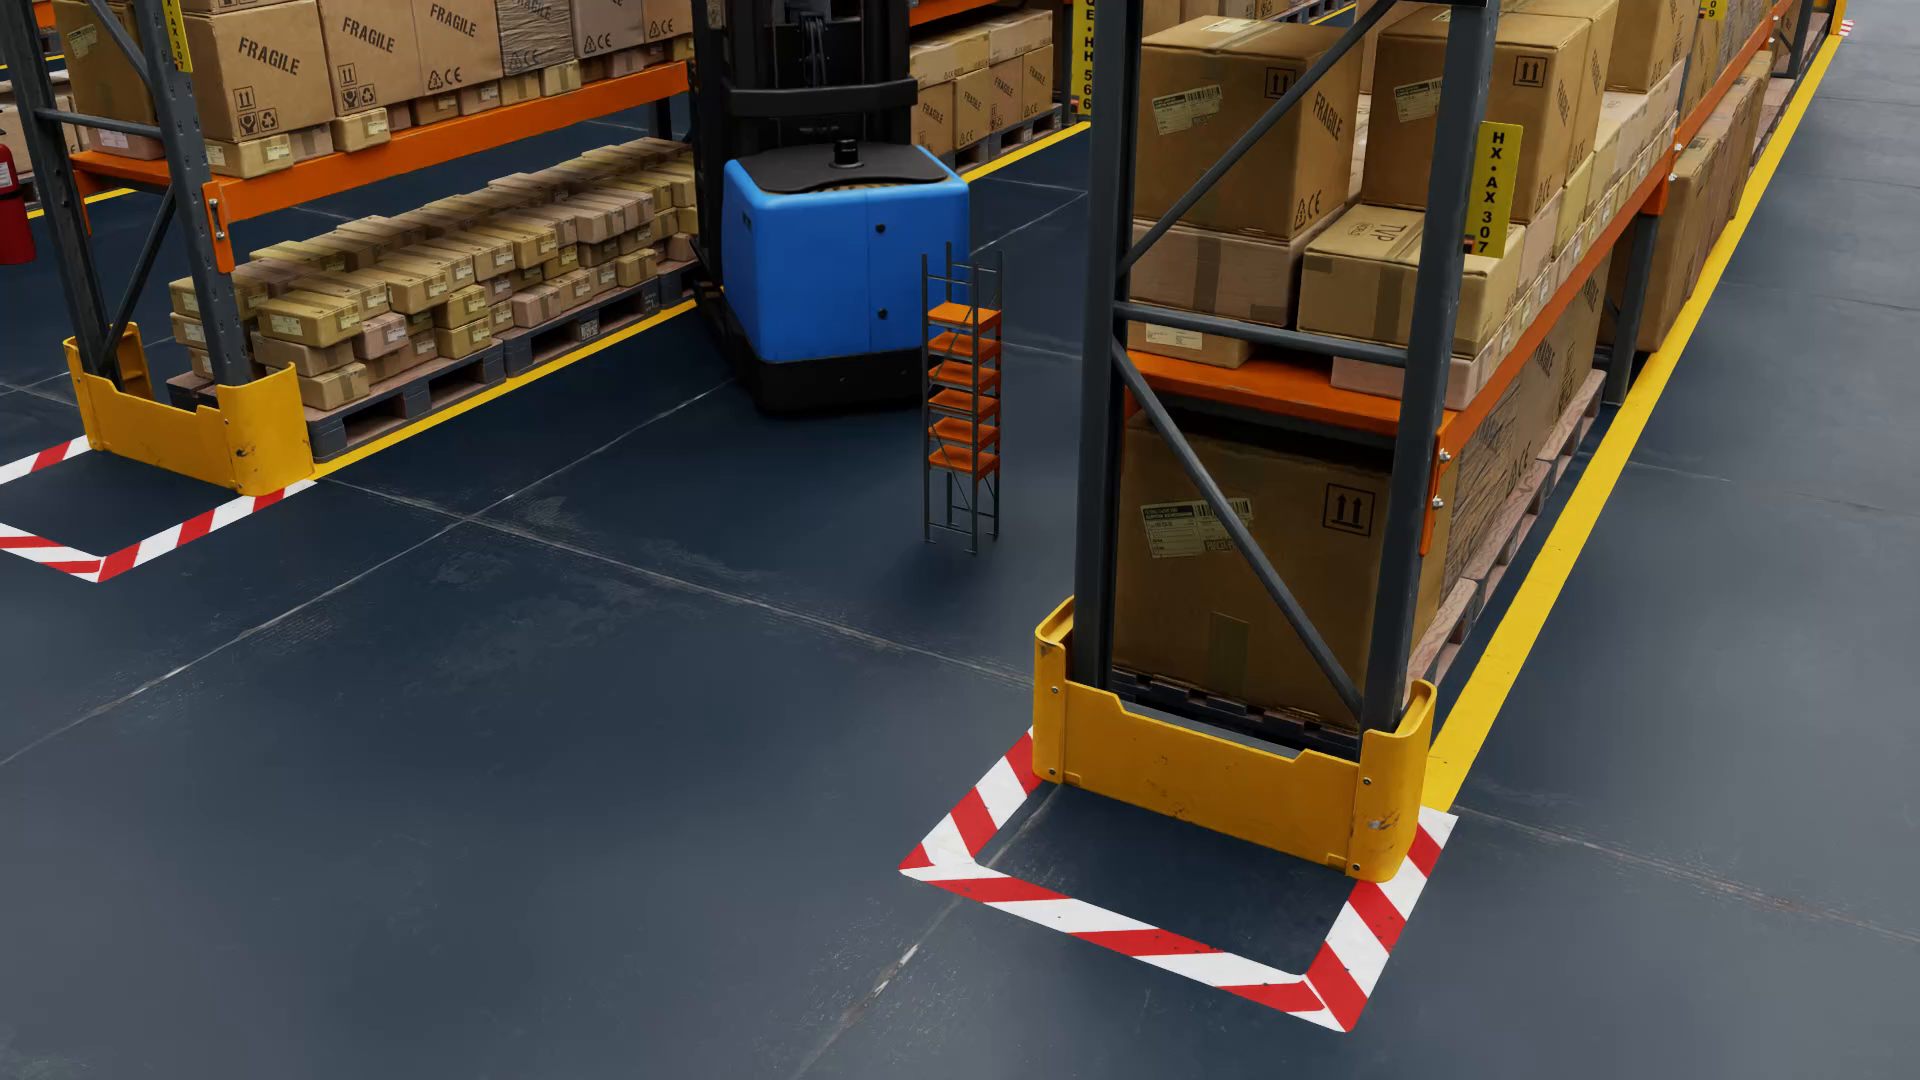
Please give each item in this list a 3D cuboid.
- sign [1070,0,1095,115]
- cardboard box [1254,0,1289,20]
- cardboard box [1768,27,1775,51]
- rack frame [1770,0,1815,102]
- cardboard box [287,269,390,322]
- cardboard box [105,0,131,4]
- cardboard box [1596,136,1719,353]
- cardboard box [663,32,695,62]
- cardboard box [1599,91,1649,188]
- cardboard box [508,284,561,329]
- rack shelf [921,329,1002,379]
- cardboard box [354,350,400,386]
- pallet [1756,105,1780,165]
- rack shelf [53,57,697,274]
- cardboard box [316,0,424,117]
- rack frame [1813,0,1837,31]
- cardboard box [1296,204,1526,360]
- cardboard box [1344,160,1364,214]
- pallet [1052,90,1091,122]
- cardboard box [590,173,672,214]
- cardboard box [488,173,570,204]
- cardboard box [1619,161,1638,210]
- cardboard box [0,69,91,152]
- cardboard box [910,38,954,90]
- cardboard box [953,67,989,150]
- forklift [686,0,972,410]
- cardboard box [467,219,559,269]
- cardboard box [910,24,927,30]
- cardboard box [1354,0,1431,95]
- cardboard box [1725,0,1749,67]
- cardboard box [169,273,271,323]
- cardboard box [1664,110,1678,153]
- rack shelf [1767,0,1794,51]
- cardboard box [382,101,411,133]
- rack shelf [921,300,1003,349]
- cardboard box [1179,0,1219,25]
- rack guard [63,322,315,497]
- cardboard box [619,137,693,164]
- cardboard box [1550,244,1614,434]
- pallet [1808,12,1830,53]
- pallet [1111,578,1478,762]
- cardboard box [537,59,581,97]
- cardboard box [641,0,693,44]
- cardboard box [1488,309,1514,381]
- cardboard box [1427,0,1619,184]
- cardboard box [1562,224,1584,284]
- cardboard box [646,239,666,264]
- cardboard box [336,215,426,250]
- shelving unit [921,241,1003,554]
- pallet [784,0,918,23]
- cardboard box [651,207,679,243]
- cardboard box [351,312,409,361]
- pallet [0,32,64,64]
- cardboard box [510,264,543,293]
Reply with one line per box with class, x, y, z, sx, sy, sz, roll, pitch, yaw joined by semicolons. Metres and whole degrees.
sign;0.345;-1.298;4.433;0.100;0.325;0.005;14;30;26
cardboard box;2.816;-5.825;16.939;0.875;0.875;0.875;15;30;27
cardboard box;6.142;-3.888;13.467;0.700;0.500;0.500;14;30;26
rack frame;6.714;-5.226;13.838;1.000;3.000;0.127;14;30;26
cardboard box;-2.873;-1.123;7.693;0.380;0.149;0.250;15;30;27
cardboard box;-3.449;-2.538;6.909;0.500;0.500;0.500;14;30;25
cardboard box;3.076;-1.599;8.498;1.225;0.875;0.875;14;30;26
cardboard box;-1.642;-2.749;9.171;0.380;0.149;0.250;15;30;28
cardboard box;2.287;-1.543;6.316;0.500;0.250;0.500;15;30;27
cardboard box;-2.286;-1.219;8.551;0.380;0.149;0.250;13;29;24
rack shelf;0.007;-0.717;6.405;0.258;0.103;0.180;14;30;26
cardboard box;-2.864;-0.847;7.807;0.380;0.149;0.250;14;30;26
pallet;5.733;-3.198;12.902;1.003;0.211;1.213;14;30;26
rack shelf;-2.474;-2.138;8.474;1.077;0.370;4.000;14;30;26
cardboard box;-2.755;-2.187;7.323;0.500;0.500;0.500;14;30;26
rack frame;8.682;-6.784;16.952;1.000;3.000;0.127;14;30;26
cardboard box;1.282;-0.742;4.717;0.500;0.250;0.500;13;30;25
cardboard box;1.068;-1.060;5.351;0.500;0.250;0.500;14;30;25
pallet;0.931;-3.842;14.189;1.003;0.211;1.213;14;30;26
cardboard box;-1.841;-1.932;9.309;0.380;0.149;0.250;15;30;28
cardboard box;-2.413;-1.938;9.322;0.380;0.149;0.250;15;30;27
cardboard box;2.408;-1.403;6.483;0.380;0.149;0.250;15;30;27
cardboard box;-6.252;-3.111;12.007;0.875;0.438;0.875;14;30;25
cardboard box;-0.382;-3.280;11.438;0.500;0.250;0.500;15;30;28
cardboard box;-0.123;-3.143;12.001;0.500;0.500;0.500;13;29;24
forklift;-0.863;-2.558;8.586;1.130;2.935;3.031;-8;28;-15
cardboard box;-2.274;-1.506;8.459;0.380;0.149;0.250;15;30;27
cardboard box;-0.576;-3.601;12.077;0.500;0.250;0.500;14;30;26
cardboard box;1.820;-1.985;6.361;0.500;0.500;0.500;13;29;25
cardboard box;3.965;-2.870;9.021;0.500;0.500;0.500;15;30;27
cardboard box;-3.418;-1.122;7.691;0.380;0.149;0.250;15;30;27
cardboard box;2.914;-1.805;7.284;0.380;0.149;0.250;14;30;26
rack shelf;5.730;-4.124;12.442;1.077;0.370;4.000;14;30;26
cardboard box;-2.737;-1.955;7.585;0.380;0.149;0.250;16;31;28
rack shelf;0.007;-0.824;6.351;0.258;0.103;0.180;14;30;26
cardboard box;1.741;-4.902;15.236;1.050;0.750;0.750;14;30;26
rack guard;-3.420;-0.592;7.375;1.175;0.500;0.348;14;30;26
cardboard box;-1.840;-2.330;10.104;0.380;0.149;0.250;16;31;28
cardboard box;2.384;-1.106;7.513;0.875;0.875;0.875;14;30;26
pallet;8.214;-5.199;16.900;1.003;0.211;1.213;14;30;26
pallet;1.136;0.369;5.777;1.003;0.211;1.213;14;30;26
cardboard box;-2.133;-2.339;8.352;0.380;0.149;0.250;15;30;27
cardboard box;-1.738;-2.964;8.877;0.500;0.500;0.500;13;30;25
cardboard box;1.398;-0.603;4.883;0.380;0.149;0.250;14;30;25
cardboard box;1.778;-1.476;5.345;0.500;0.500;0.500;13;30;25
cardboard box;1.903;-1.004;5.685;0.380;0.149;0.250;14;30;26
cardboard box;-1.896;-1.649;9.408;0.380;0.149;0.250;13;30;25
cardboard box;-2.961;-1.540;8.526;0.380;0.149;0.250;15;30;28
shelving unit;0.007;-0.542;6.493;0.258;1.200;0.189;14;30;26
pallet;-0.987;-3.419;10.444;1.003;0.211;1.213;14;30;26
cardboard box;-1.816;-1.800;9.378;0.380;0.149;0.250;14;30;27
cardboard box;-2.793;-0.968;7.717;0.380;0.149;0.250;14;30;26
pallet;-9.206;-4.937;16.377;1.003;0.211;1.213;14;30;26
cardboard box;-2.383;-1.399;8.576;0.380;0.149;0.250;16;31;29
